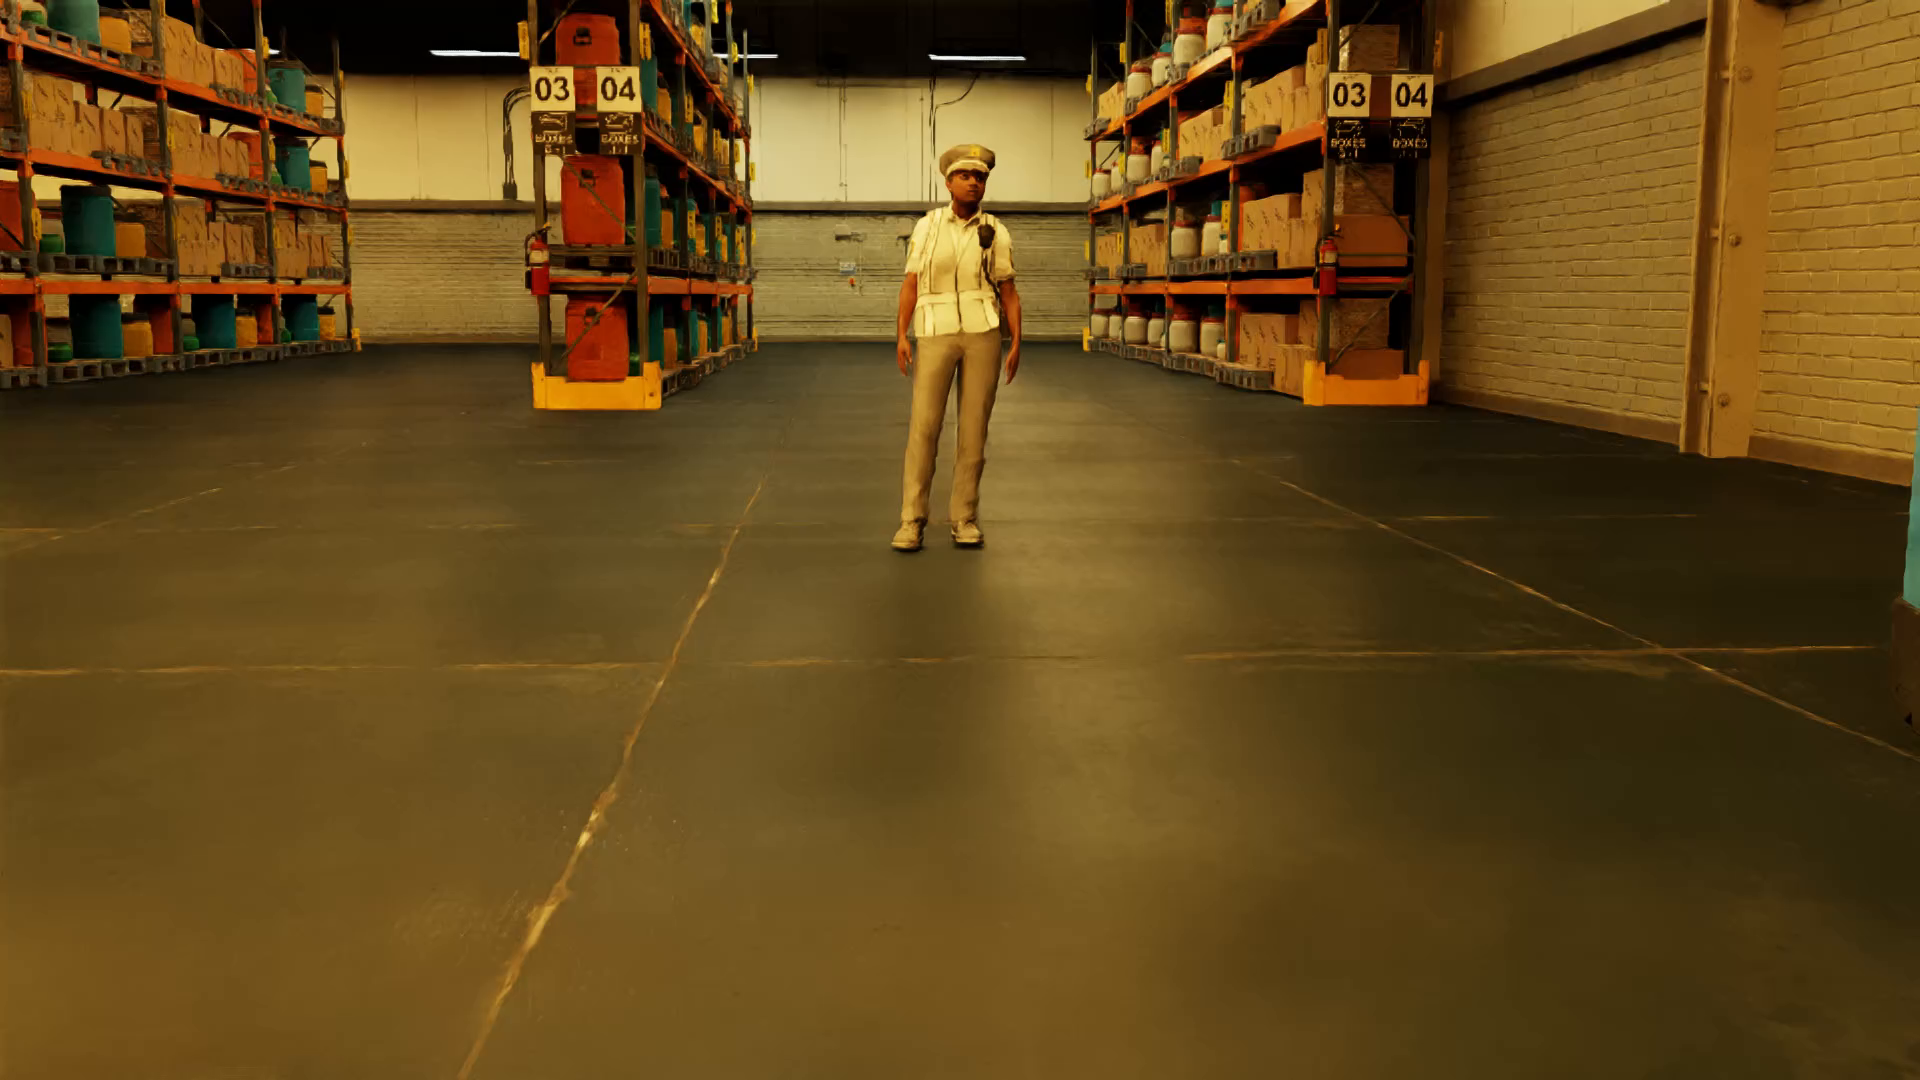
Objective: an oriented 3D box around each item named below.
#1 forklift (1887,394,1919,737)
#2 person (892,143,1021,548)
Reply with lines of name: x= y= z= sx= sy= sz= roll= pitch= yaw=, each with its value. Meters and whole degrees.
forklift: x=2.460 y=-0.772 z=2.531 sx=1.130 sy=2.935 sz=3.031 roll=2 pitch=9 yaw=16
person: x=-0.015 y=-0.829 z=7.110 sx=0.570 sy=1.684 sz=0.529 roll=-1 pitch=8 yaw=-4
